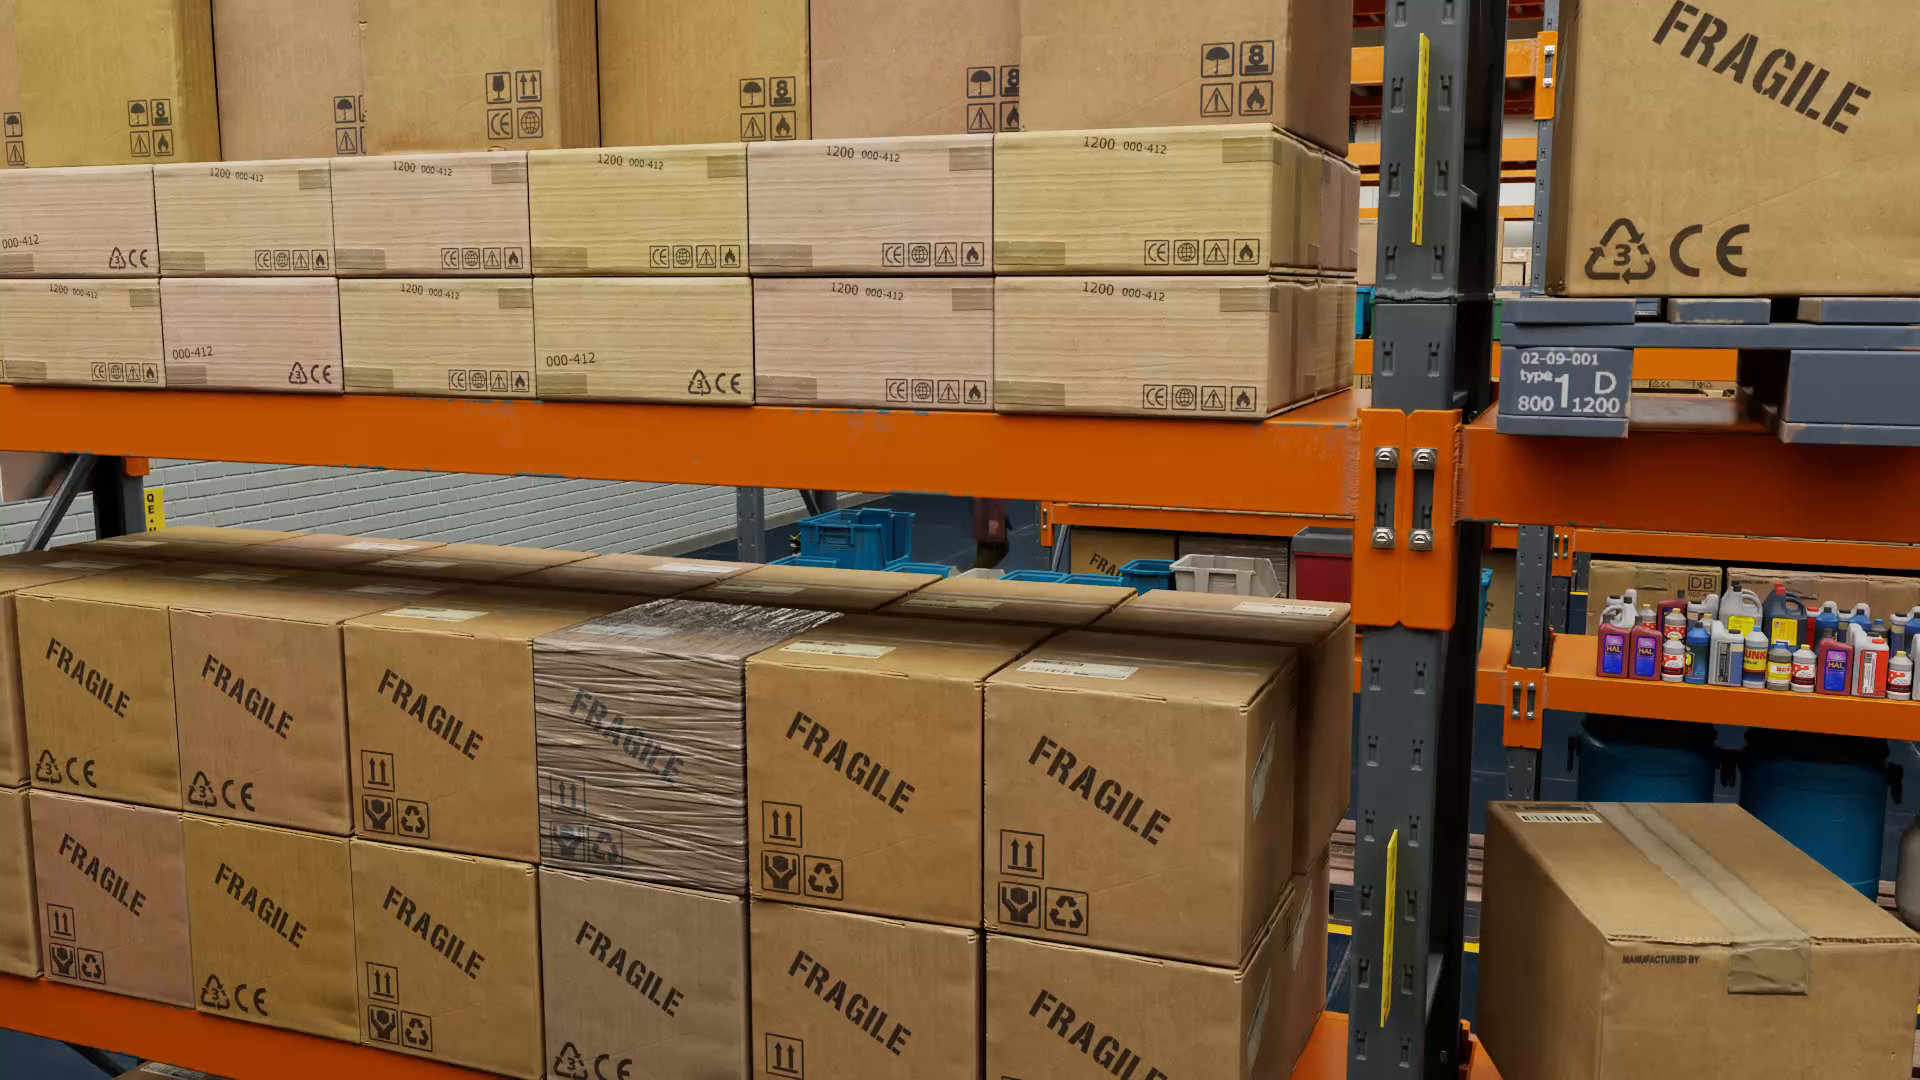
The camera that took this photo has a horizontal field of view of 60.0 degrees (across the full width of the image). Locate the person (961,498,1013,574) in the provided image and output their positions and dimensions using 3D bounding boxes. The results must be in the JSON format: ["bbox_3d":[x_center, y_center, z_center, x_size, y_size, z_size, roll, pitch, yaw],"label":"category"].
[{"bbox_3d":[0.249,-0.230,15.838,0.552,1.769,0.619,-1,9,-6],"label":"person"}]
